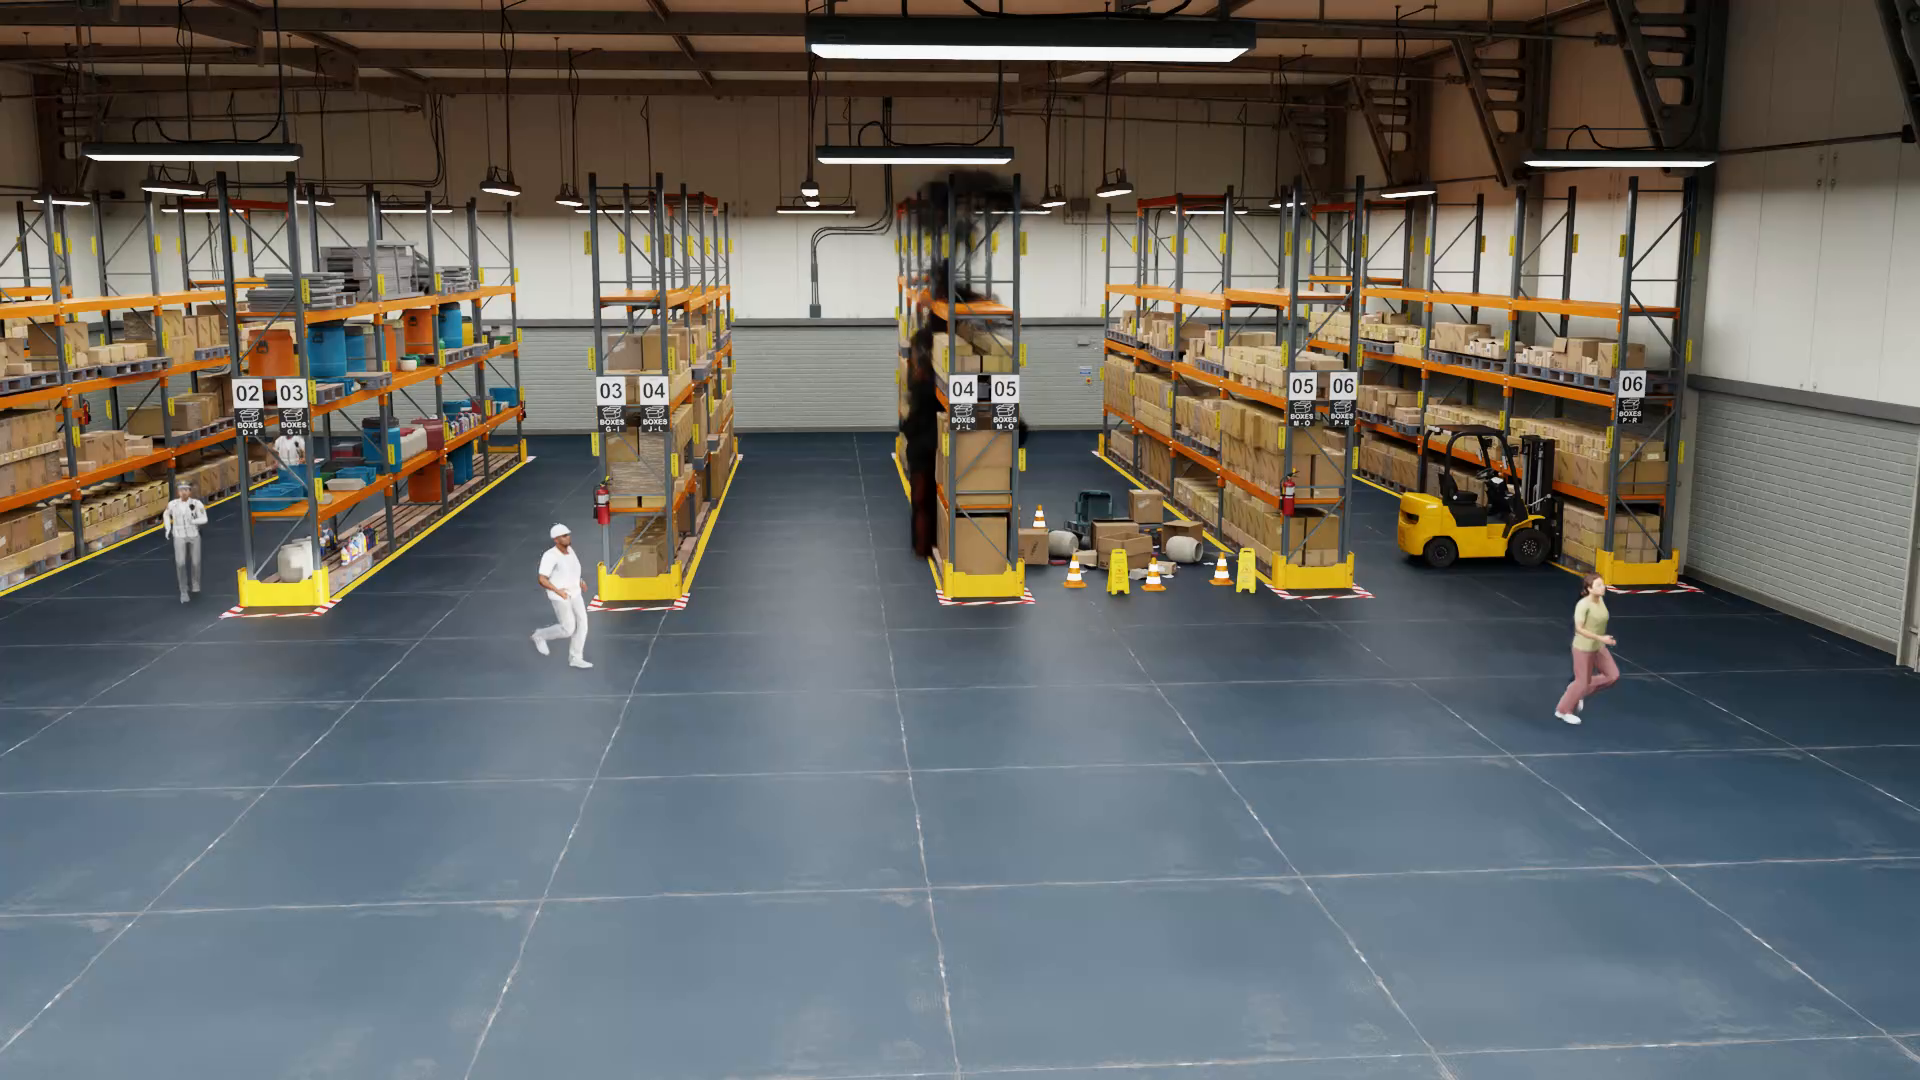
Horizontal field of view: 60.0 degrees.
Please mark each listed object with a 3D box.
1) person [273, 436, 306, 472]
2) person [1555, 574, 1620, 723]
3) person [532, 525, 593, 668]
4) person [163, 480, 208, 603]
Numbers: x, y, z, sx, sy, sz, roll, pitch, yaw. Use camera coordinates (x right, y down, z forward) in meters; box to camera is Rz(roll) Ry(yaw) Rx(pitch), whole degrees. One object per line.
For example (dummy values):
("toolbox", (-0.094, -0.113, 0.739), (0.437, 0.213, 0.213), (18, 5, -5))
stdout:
("person", (-12.715, -1.388, 31.612), (0.667, 1.738, 0.598), (-3, 10, -15))
("person", (6.658, 1.148, 17.540), (0.599, 1.627, 0.667), (-7, 12, -36))
("person", (-4.775, 0.667, 19.959), (0.771, 1.734, 0.709), (4, 11, 22))
("person", (-11.073, 0.005, 23.827), (0.580, 1.754, 0.738), (-4, 11, -24))
